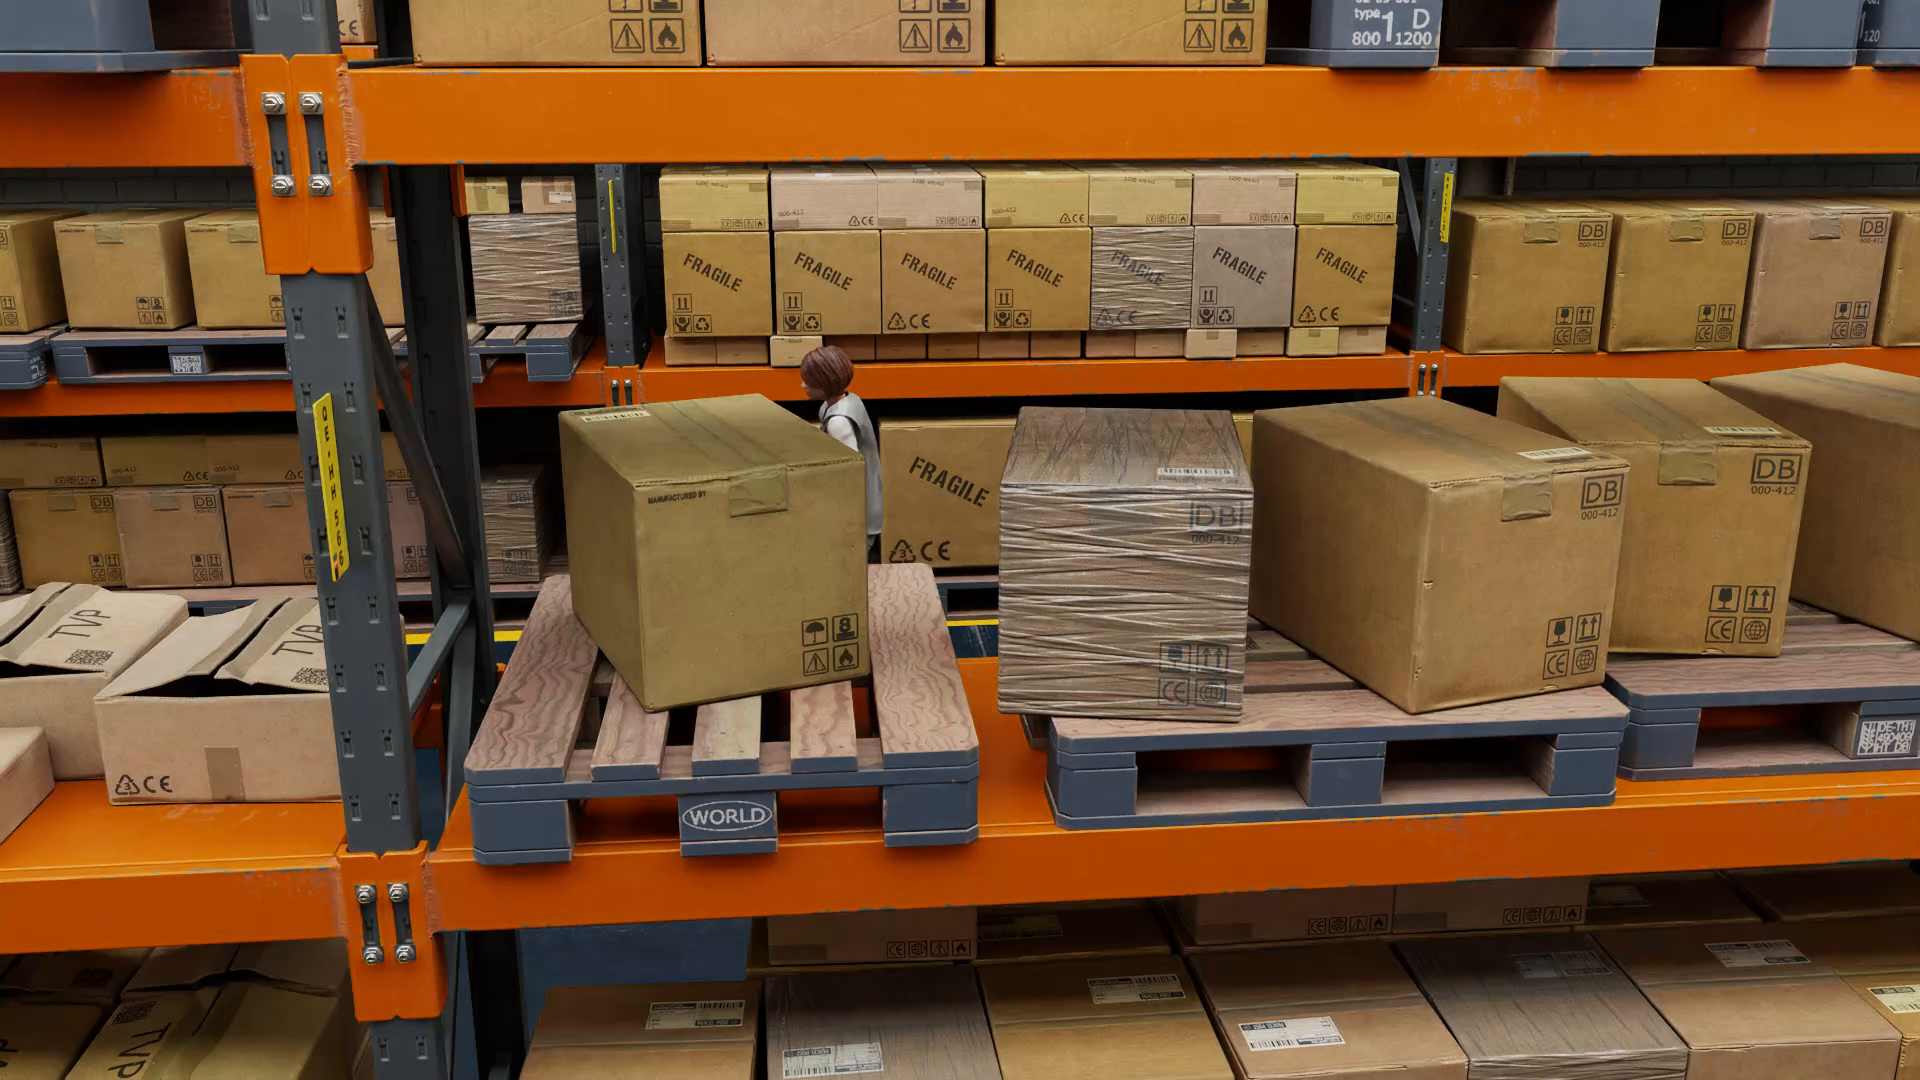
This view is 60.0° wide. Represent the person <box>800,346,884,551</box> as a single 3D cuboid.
[{"bbox_3d":[-0.516,-0.054,7.258,0.364,1.582,0.461,-2,17,-5],"label":"person"}]
